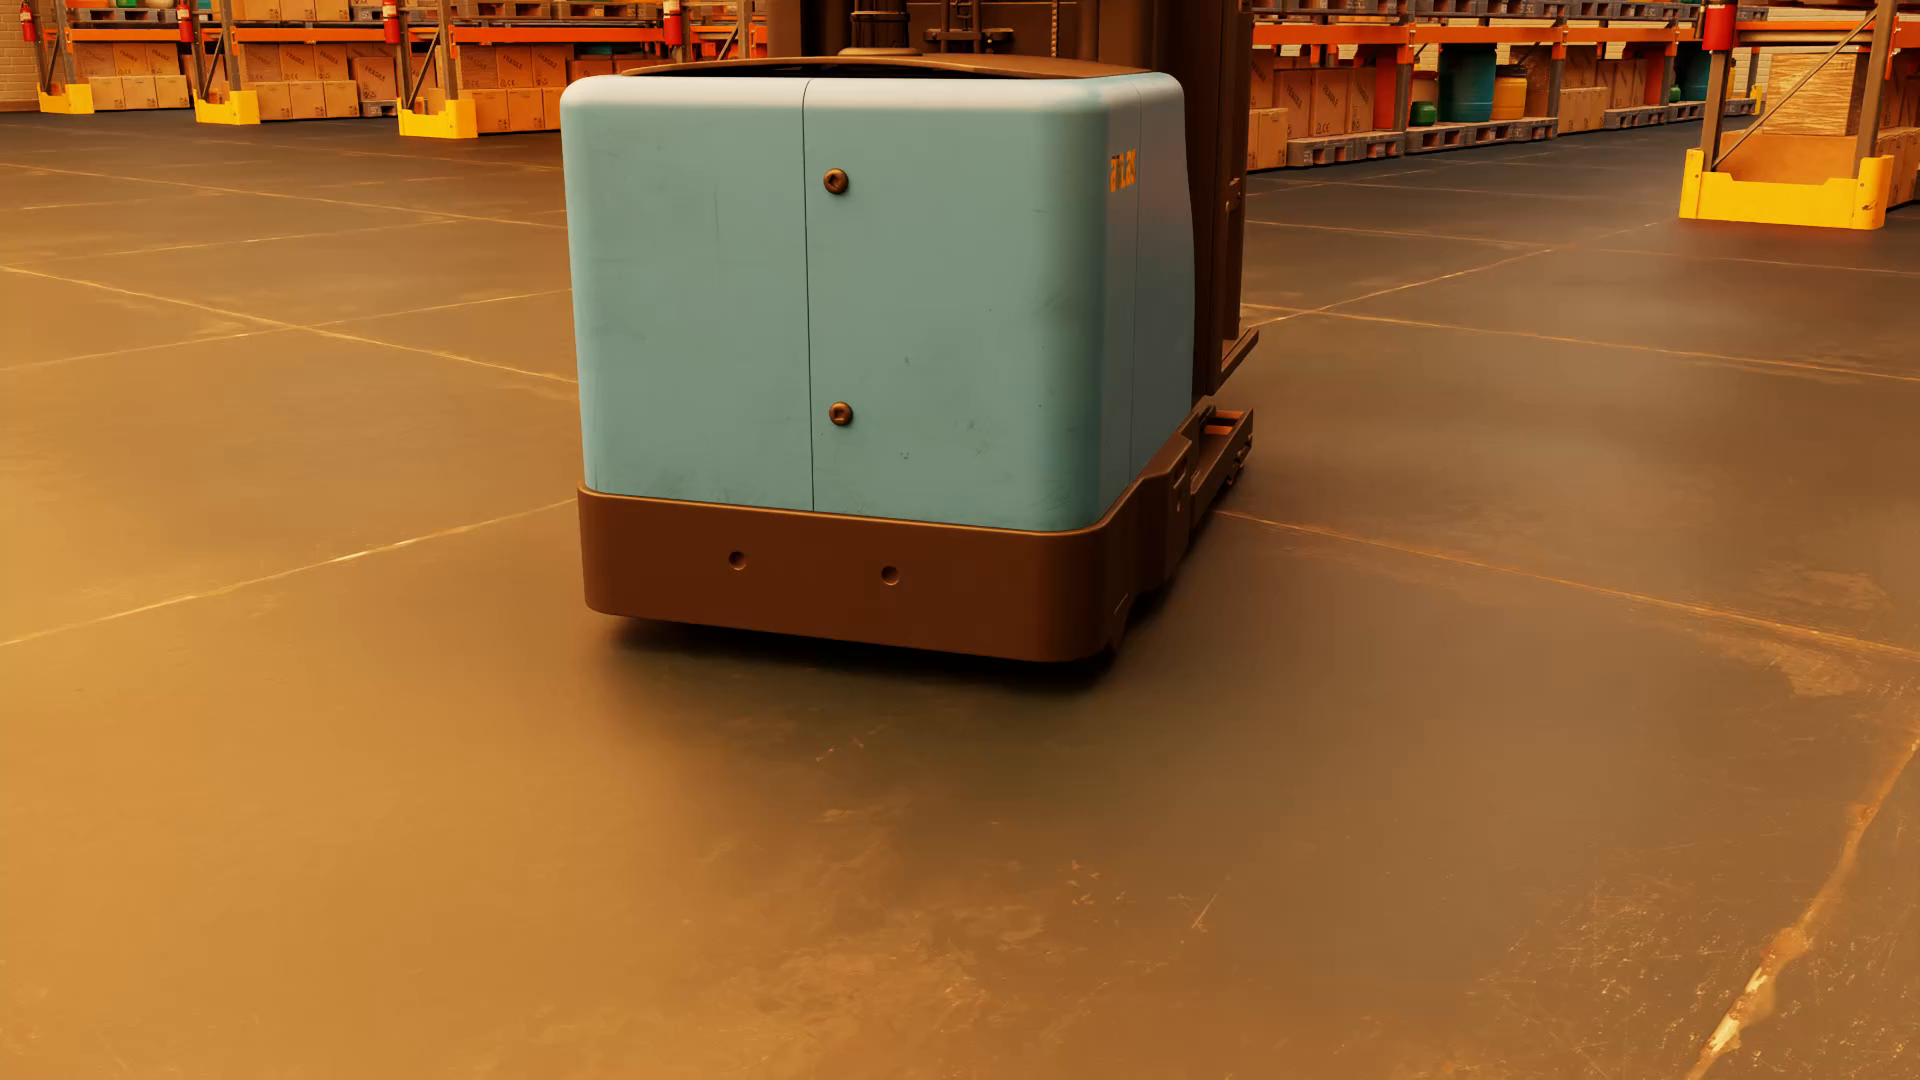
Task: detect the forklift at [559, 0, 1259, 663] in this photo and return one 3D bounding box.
[{"bbox_3d":[0.182,-1.571,4.072,1.130,2.935,3.031,5,18,17],"label":"forklift"}]
